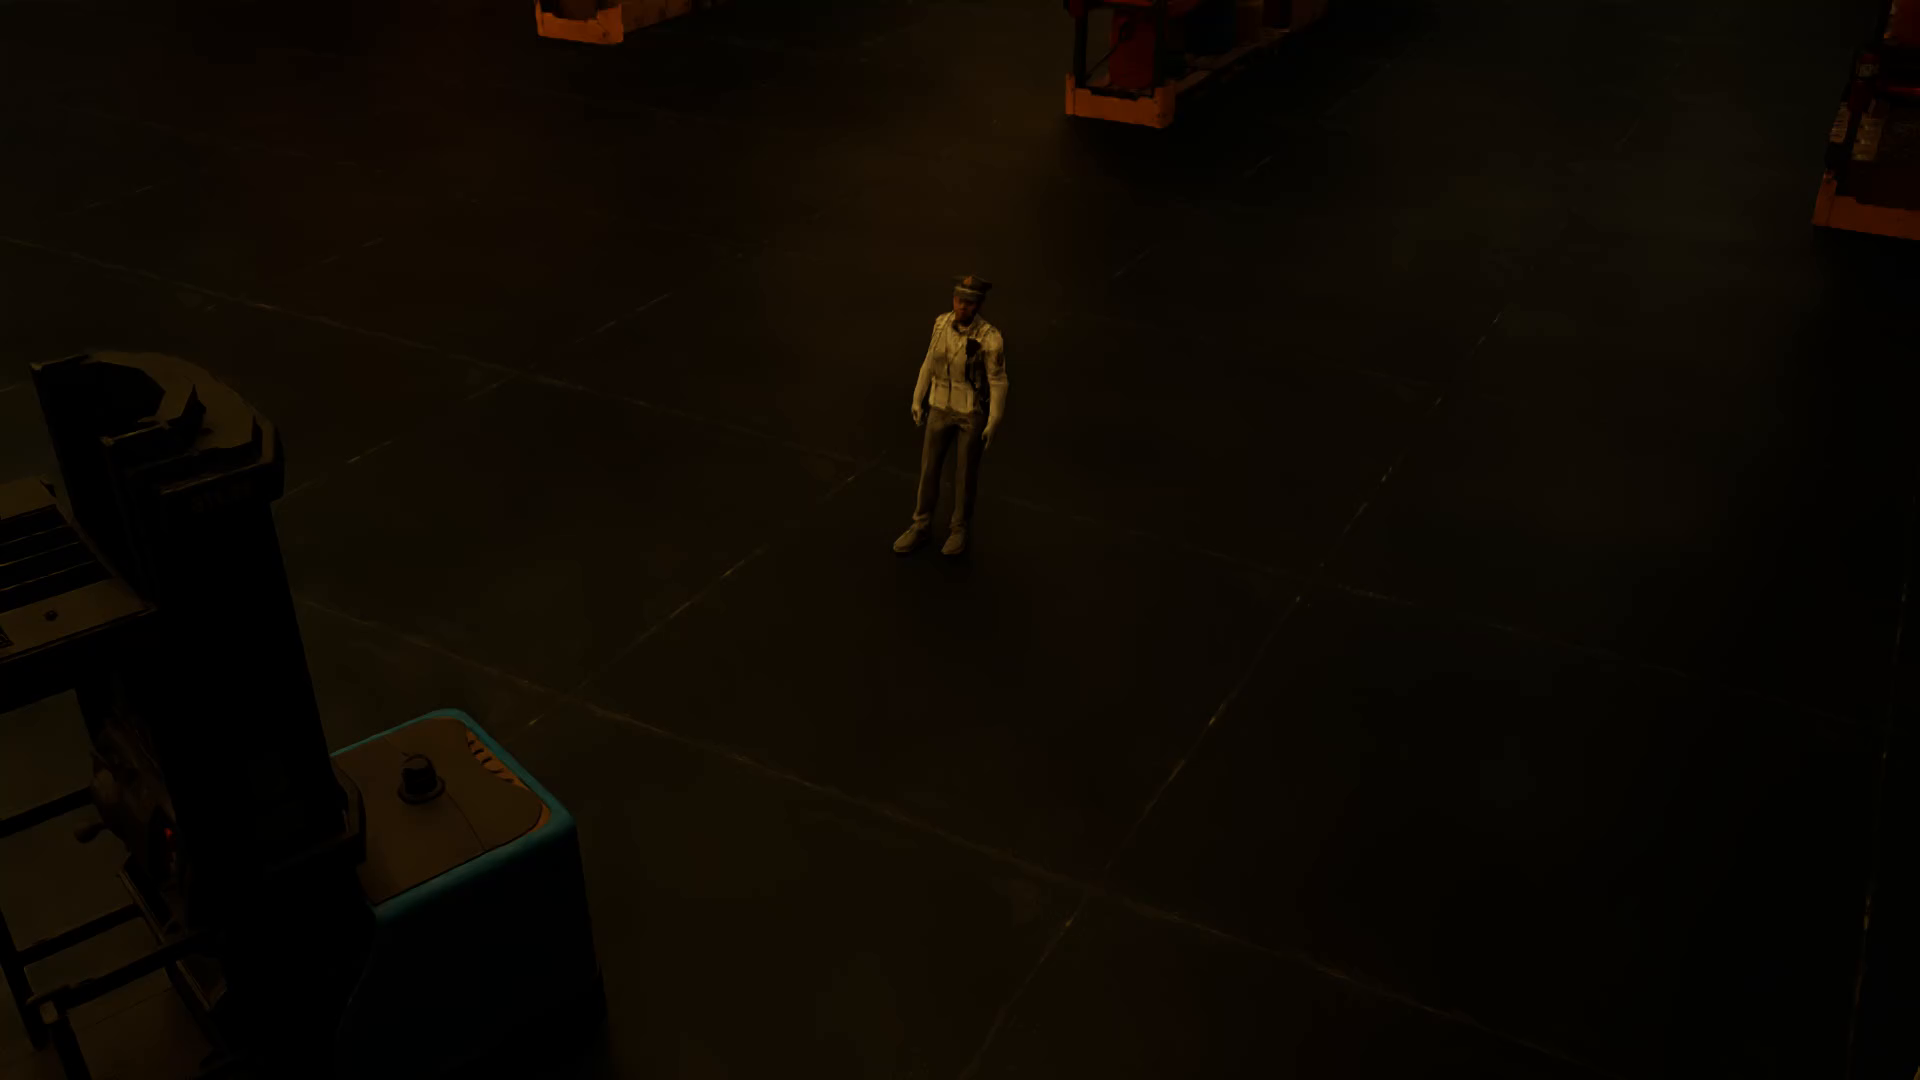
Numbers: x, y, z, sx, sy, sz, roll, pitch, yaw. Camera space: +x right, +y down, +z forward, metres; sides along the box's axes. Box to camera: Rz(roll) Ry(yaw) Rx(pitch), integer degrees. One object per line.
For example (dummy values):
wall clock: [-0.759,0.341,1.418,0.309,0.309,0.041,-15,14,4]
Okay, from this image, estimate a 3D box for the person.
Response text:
person: [-0.039,-0.713,9.527,0.586,1.695,0.533,15,33,25]

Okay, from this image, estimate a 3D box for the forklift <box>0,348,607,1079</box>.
forklift: [-2.845,0.980,5.372,3.031,2.935,1.130,-24,37,-35]
